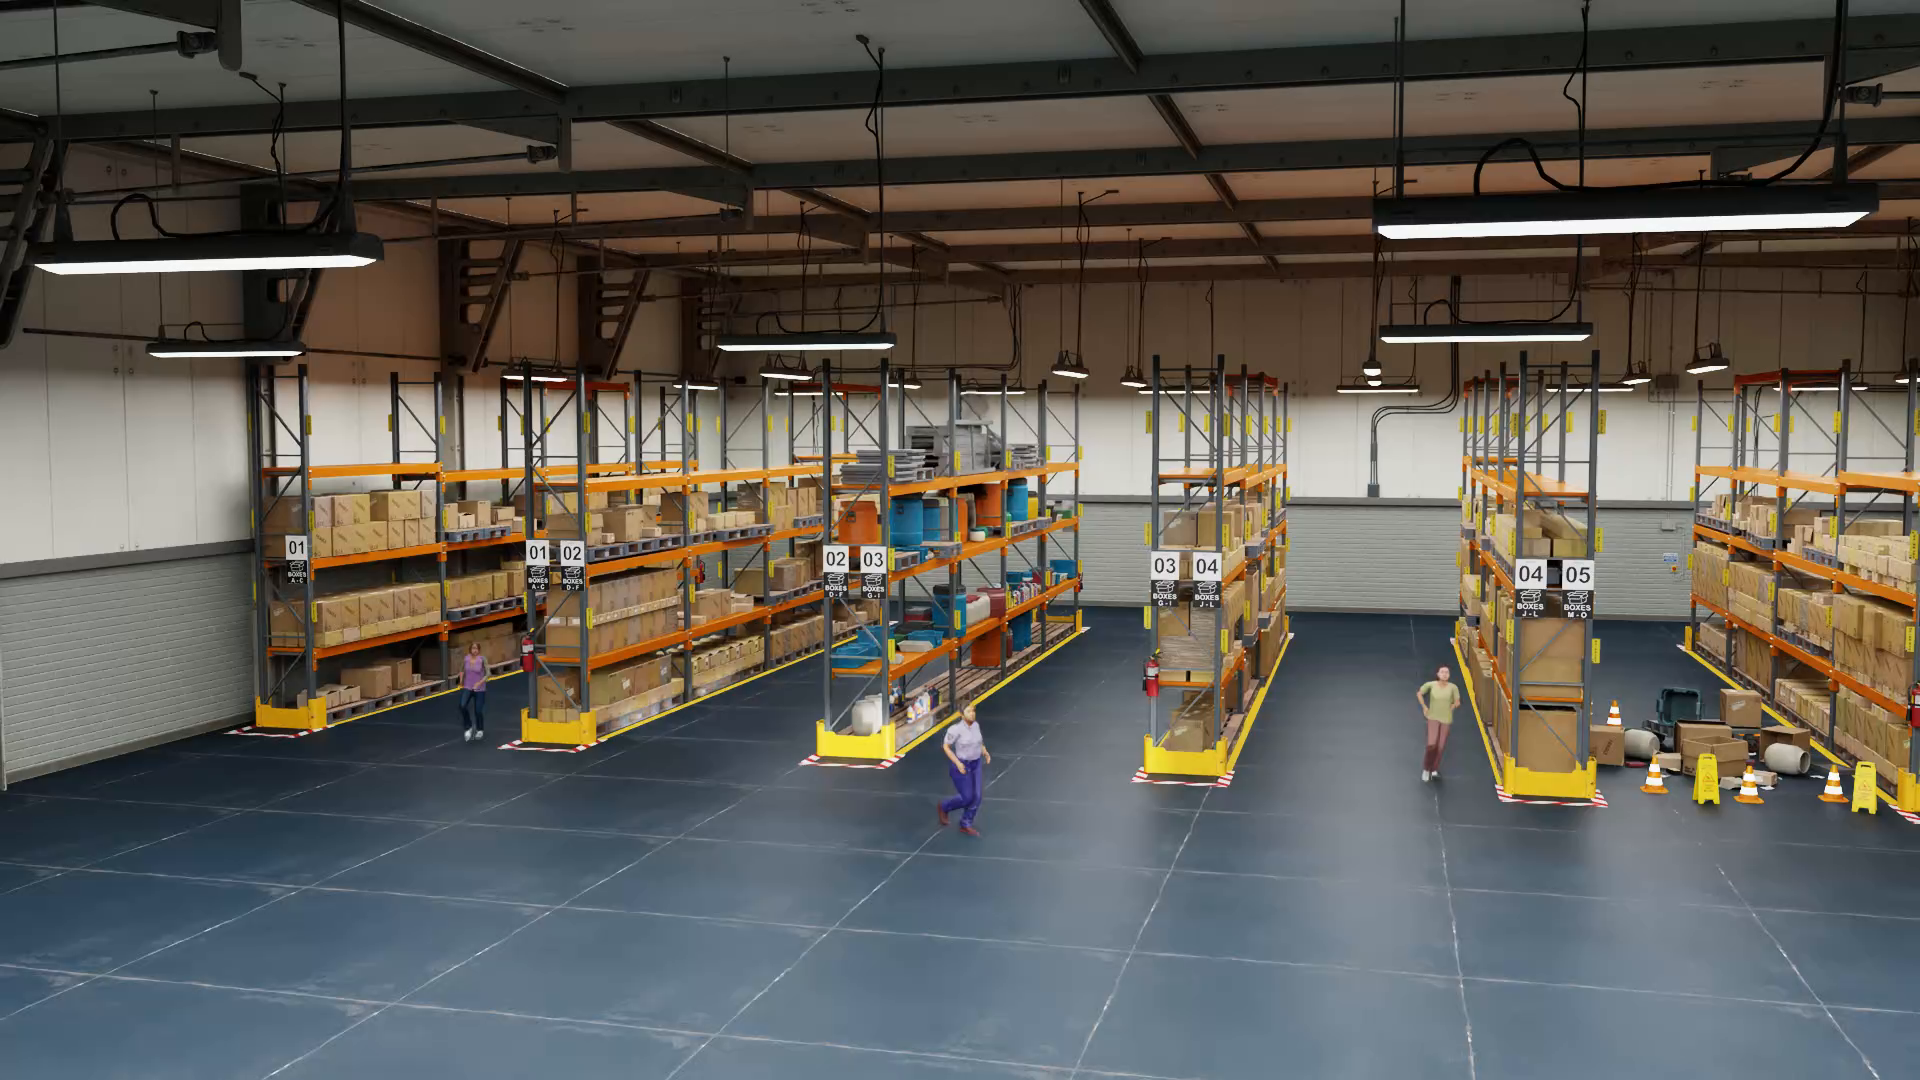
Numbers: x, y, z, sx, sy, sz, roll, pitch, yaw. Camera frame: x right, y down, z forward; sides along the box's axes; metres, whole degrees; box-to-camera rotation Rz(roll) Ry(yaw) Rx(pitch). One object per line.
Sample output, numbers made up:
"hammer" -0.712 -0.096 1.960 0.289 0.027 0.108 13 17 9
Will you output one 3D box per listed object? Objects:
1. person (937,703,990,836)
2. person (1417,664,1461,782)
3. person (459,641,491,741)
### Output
"person" 0.066 2.803 20.417 0.596 1.620 0.600 4 6 44
"person" 6.757 2.573 23.425 0.574 1.670 0.656 0 4 7
"person" -7.719 2.390 26.403 0.549 1.579 0.613 0 4 1
